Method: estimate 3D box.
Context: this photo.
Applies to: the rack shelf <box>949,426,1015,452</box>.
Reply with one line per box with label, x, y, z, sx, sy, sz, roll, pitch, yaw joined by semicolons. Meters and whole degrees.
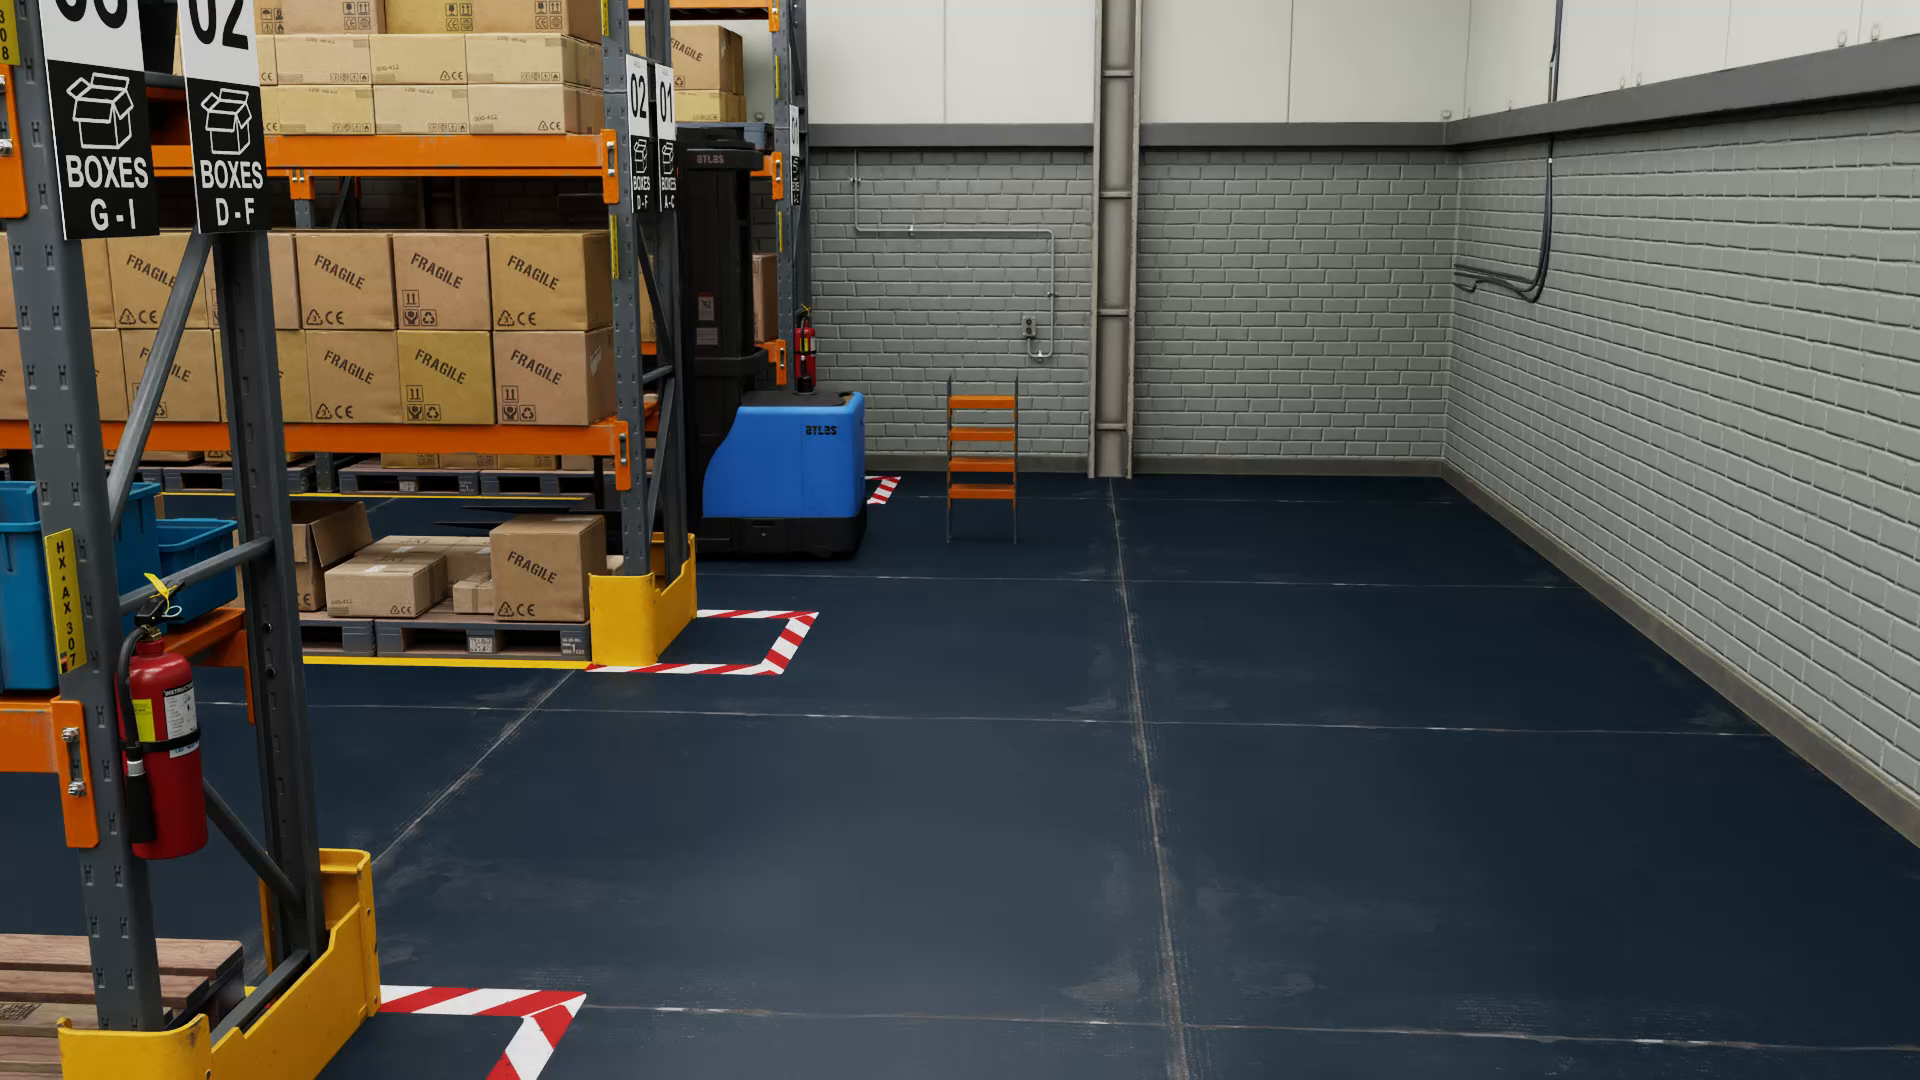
rack shelf;0.165;-0.738;12.102;0.480;0.148;0.258;1;12;4

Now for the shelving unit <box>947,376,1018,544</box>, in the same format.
shelving unit;0.165;-0.585;12.134;0.503;1.200;0.258;1;12;4

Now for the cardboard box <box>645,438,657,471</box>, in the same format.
cardboard box;-2.598;-0.892;14.287;0.500;0.500;0.700;1;12;4

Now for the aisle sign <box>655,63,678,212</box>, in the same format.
aisle sign;-1.634;-2.234;9.271;0.004;0.787;0.394;1;12;4

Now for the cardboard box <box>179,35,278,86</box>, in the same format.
cardboard box;-3.748;-2.517;8.792;0.500;0.250;0.500;1;12;4

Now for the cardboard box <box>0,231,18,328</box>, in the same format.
cardboard box;-5.261;-1.431;9.099;0.500;0.500;0.500;1;12;5

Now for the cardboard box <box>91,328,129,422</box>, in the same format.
cardboard box;-4.711;-0.937;9.177;0.500;0.500;0.500;1;12;5

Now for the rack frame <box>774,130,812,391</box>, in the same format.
rack frame;-1.394;-1.914;14.093;0.127;3.000;1.000;1;12;4

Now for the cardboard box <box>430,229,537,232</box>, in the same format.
cardboard box;-2.668;-1.506;9.456;0.500;0.500;0.500;1;12;4

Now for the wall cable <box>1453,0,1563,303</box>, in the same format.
wall cable;4.225;-3.180;13.078;0.112;2.526;3.097;1;12;4

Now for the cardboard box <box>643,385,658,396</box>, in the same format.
cardboard box;-2.716;-1.252;14.424;0.250;0.149;0.380;1;12;4

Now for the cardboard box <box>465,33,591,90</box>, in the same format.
cardboard box;-2.251;-2.497;8.697;0.500;0.250;0.500;1;12;4

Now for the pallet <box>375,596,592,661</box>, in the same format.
pallet;-2.593;0.451;9.597;1.213;0.211;1.003;1;12;4

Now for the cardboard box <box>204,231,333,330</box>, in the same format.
cardboard box;-3.718;-1.410;8.998;0.500;0.500;0.500;1;12;6

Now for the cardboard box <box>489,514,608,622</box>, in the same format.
cardboard box;-2.280;0.149;9.261;0.500;0.500;0.500;1;12;4

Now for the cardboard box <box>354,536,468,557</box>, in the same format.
cardboard box;-3.243;0.149;9.870;0.500;0.250;0.500;1;12;4

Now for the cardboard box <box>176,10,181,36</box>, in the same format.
cardboard box;-4.236;-2.923;8.905;0.500;0.500;0.700;1;12;4

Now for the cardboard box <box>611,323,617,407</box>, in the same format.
cardboard box;-2.146;-1.011;9.531;0.500;0.500;0.500;1;12;5

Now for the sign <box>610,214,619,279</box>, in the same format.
sign;-1.778;-1.511;8.564;0.005;0.325;0.100;1;12;4

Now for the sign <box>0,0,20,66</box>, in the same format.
sign;-2.077;-1.195;3.583;0.005;0.325;0.100;1;12;4

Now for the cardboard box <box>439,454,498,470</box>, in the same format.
cardboard box;-4.145;-0.912;14.383;0.500;0.500;0.700;1;12;3

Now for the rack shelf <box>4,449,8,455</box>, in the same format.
rack shelf;-7.708;-0.632;9.721;4.000;0.370;1.077;1;12;4

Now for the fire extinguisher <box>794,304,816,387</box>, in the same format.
fire extinguisher;-1.274;-1.598;13.679;0.183;0.674;0.296;1;12;4

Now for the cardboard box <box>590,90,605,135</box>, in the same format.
cardboard box;-2.217;-2.356;9.245;0.500;0.250;0.500;1;12;4

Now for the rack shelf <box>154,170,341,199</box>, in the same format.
rack shelf;-7.381;-3.112;14.252;4.000;0.370;1.077;1;12;4

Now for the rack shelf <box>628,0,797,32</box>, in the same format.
rack shelf;-3.389;-4.330;13.724;4.000;0.370;1.077;1;12;4

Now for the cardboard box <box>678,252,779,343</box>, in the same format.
cardboard box;-1.903;-2.066;14.086;0.700;0.700;0.980;1;12;6

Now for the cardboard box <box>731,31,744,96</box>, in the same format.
cardboard box;-2.106;-3.990;13.955;0.500;0.500;0.500;0;12;2

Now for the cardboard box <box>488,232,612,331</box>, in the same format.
cardboard box;-2.184;-1.390;8.903;0.500;0.500;0.500;1;12;3

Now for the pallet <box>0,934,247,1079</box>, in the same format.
pallet;-2.876;1.455;4.795;1.213;0.211;1.003;1;12;4

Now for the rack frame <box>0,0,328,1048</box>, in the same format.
rack frame;-2.056;0.110;4.418;0.127;3.000;1.000;1;12;4

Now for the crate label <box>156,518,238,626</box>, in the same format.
crate label;-2.280;0.092;4.767;0.303;0.233;0.416;1;12;4

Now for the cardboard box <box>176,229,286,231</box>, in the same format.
cardboard box;-4.176;-1.528;9.560;0.500;0.500;0.500;1;12;4

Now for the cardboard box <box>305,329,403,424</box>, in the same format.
cardboard box;-3.202;-0.916;9.077;0.500;0.500;0.500;1;12;4

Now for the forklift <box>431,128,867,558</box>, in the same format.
forklift;-2.218;-1.396;11.785;3.031;2.935;1.130;0;12;1

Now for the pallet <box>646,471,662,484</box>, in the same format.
pallet;-2.197;-0.544;14.355;1.213;0.211;1.003;1;12;4

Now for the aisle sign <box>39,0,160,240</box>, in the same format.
aisle sign;-2.004;-1.102;3.861;0.004;0.787;0.394;1;12;4

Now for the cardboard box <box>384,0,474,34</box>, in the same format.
cardboard box;-2.728;-2.937;8.968;0.500;0.500;0.700;1;12;4

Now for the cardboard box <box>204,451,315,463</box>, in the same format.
cardboard box;-6.042;-1.105;14.448;0.750;0.750;0.750;1;12;4

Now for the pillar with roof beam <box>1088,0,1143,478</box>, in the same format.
pillar with roof beam;1.070;-4.111;9.943;0.400;9.000;9.100;1;12;4

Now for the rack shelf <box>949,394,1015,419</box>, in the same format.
rack shelf;0.165;-0.970;12.054;0.480;0.148;0.258;1;12;4

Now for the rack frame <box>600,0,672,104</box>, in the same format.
rack frame;-1.721;-3.839;8.641;0.127;3.000;1.000;1;12;4

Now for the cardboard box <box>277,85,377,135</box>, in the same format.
cardboard box;-3.249;-2.263;8.803;0.500;0.250;0.500;1;12;4
